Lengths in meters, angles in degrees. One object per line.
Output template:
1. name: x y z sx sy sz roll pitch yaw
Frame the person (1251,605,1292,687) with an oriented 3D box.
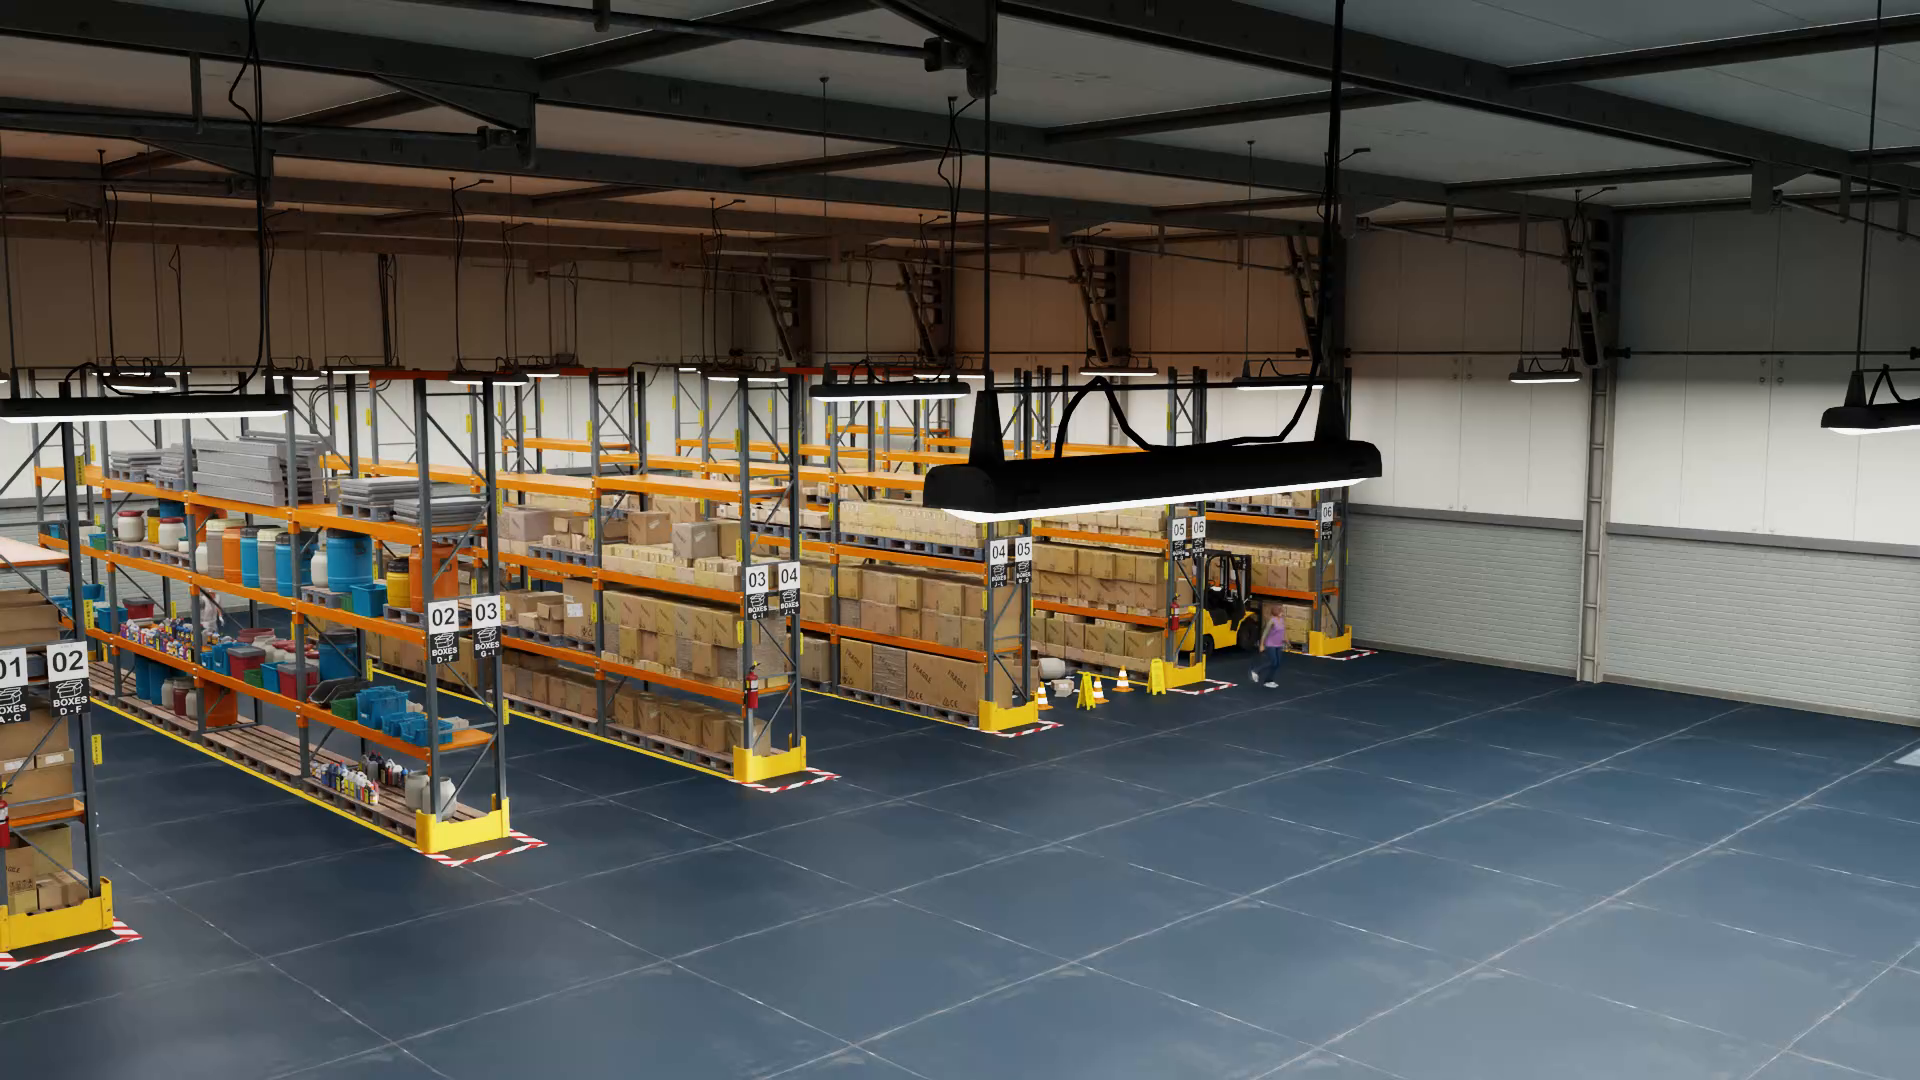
1. person: 5.885 2.009 31.462 0.631 1.569 0.574 6 9 42

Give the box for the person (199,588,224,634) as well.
1. person: -15.326 1.690 33.859 0.879 1.651 0.650 3 7 25
